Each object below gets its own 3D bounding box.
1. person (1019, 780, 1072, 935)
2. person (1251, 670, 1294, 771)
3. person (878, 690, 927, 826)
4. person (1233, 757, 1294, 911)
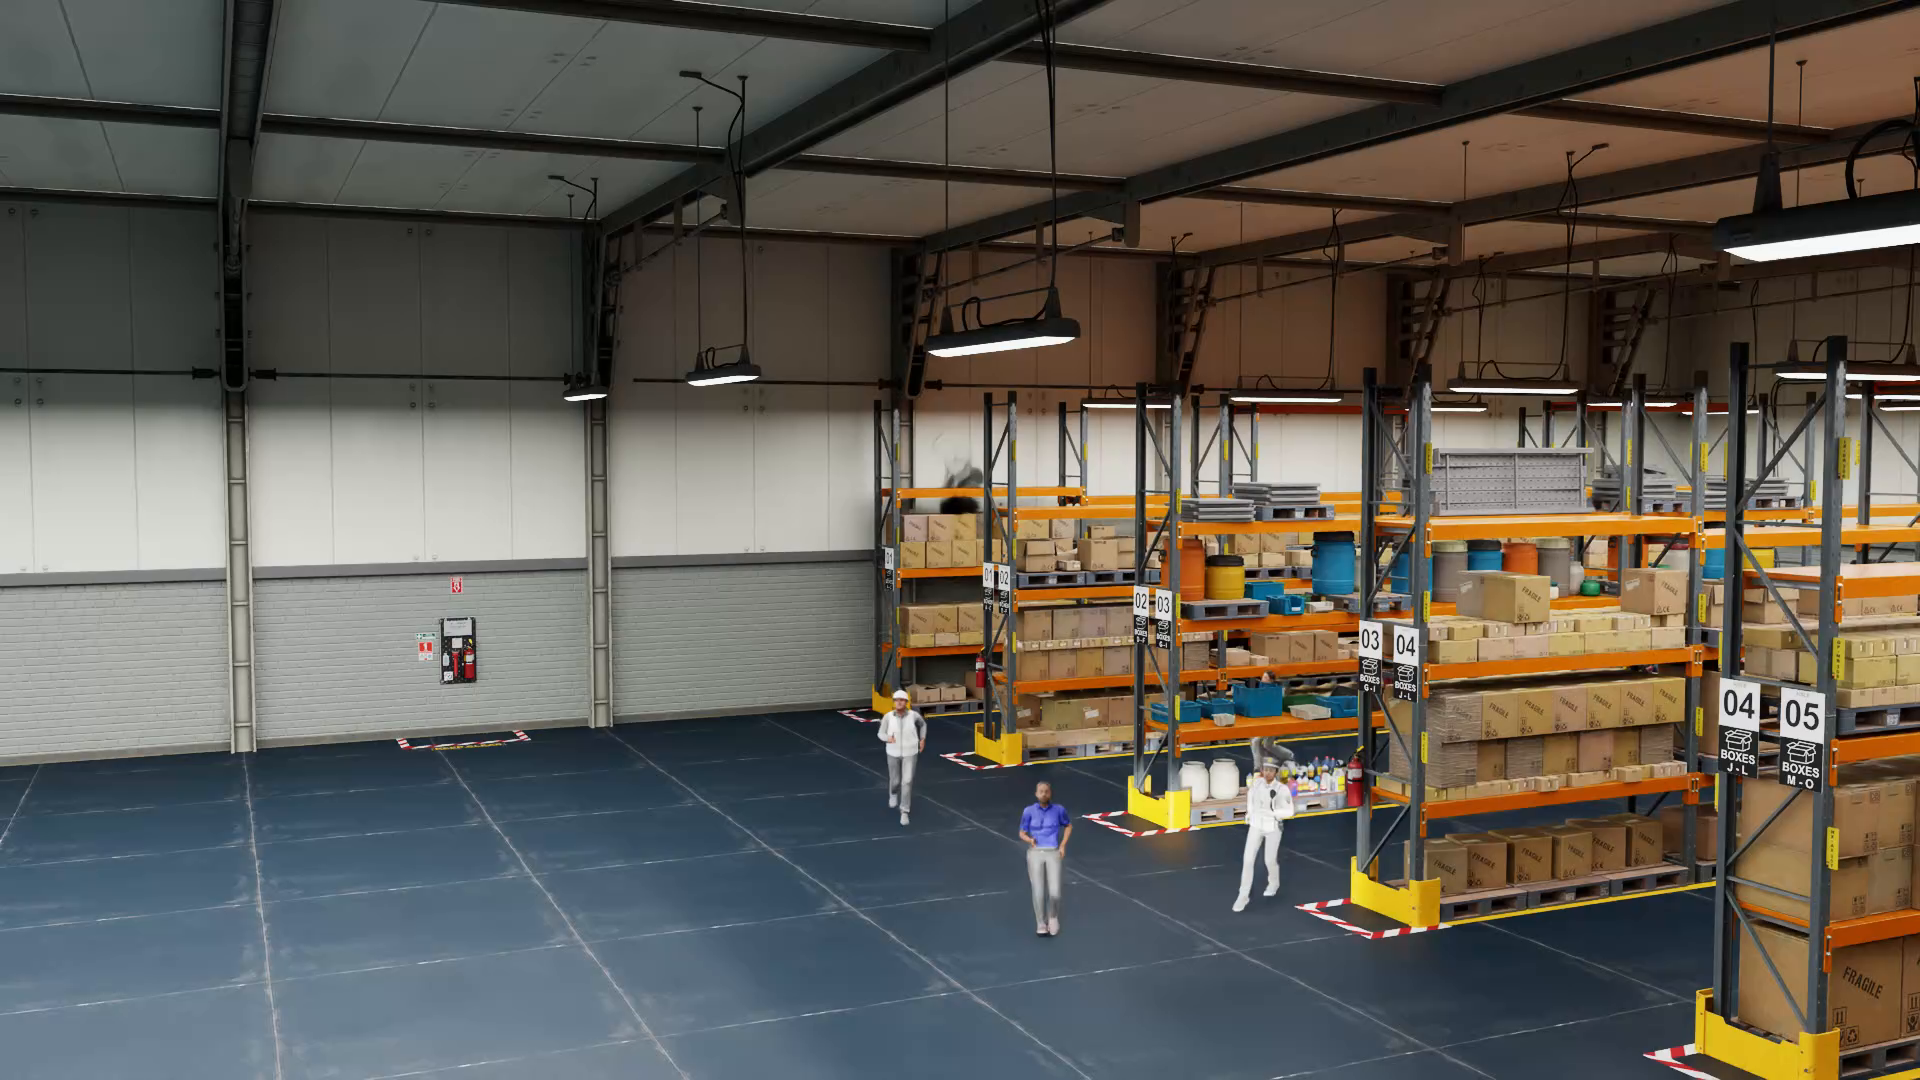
[{"bbox_3d":[0.894,3.336,17.339,0.562,1.628,0.586,0,3,2],"label":"person"},{"bbox_3d":[4.816,2.864,25.809,0.790,1.600,0.579,-2,4,-26],"label":"person"},{"bbox_3d":[-0.791,2.946,22.881,0.667,1.789,0.968,0,3,2],"label":"person"},{"bbox_3d":[3.414,3.216,18.451,0.625,1.672,0.942,2,4,32],"label":"person"}]
